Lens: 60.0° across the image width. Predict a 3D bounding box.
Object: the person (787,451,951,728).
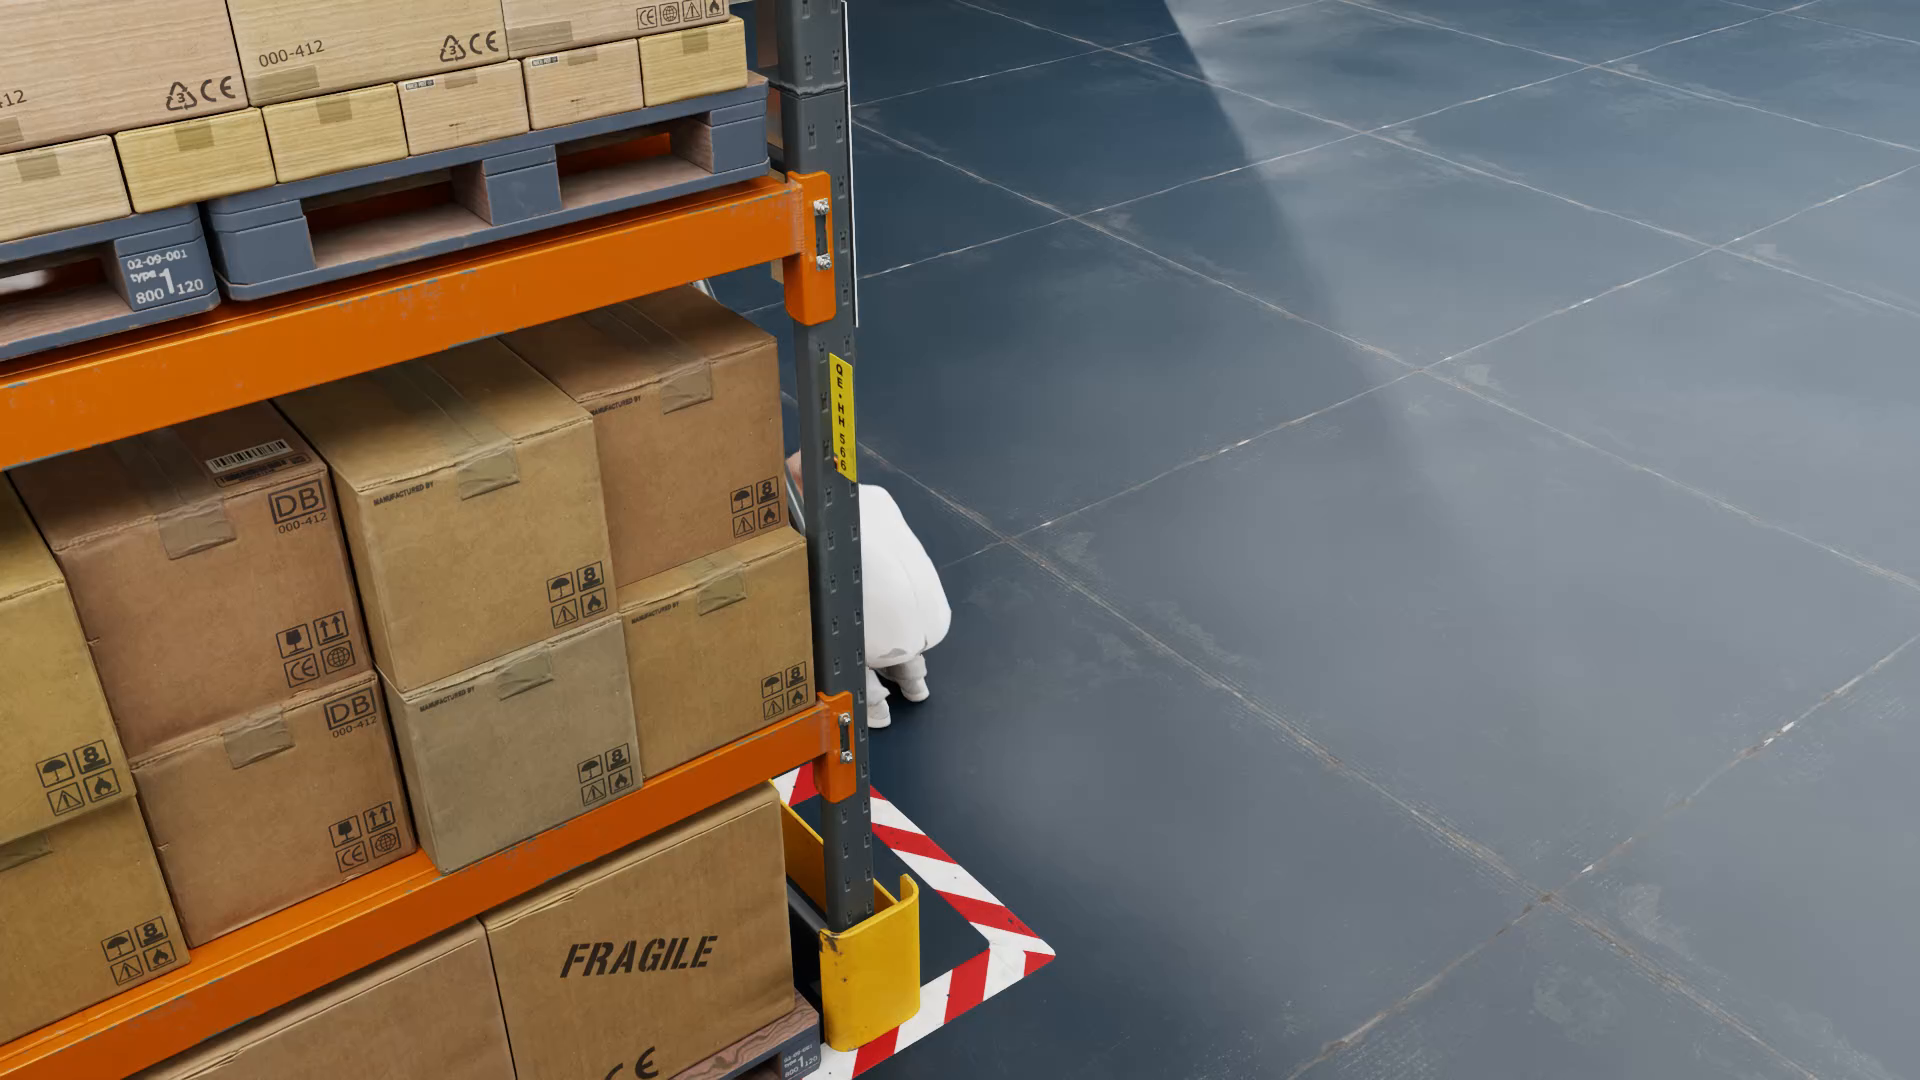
[{"bbox_3d":[-0.417,0.159,6.642,0.585,0.994,0.913,-22,38,-32],"label":"person"}]
